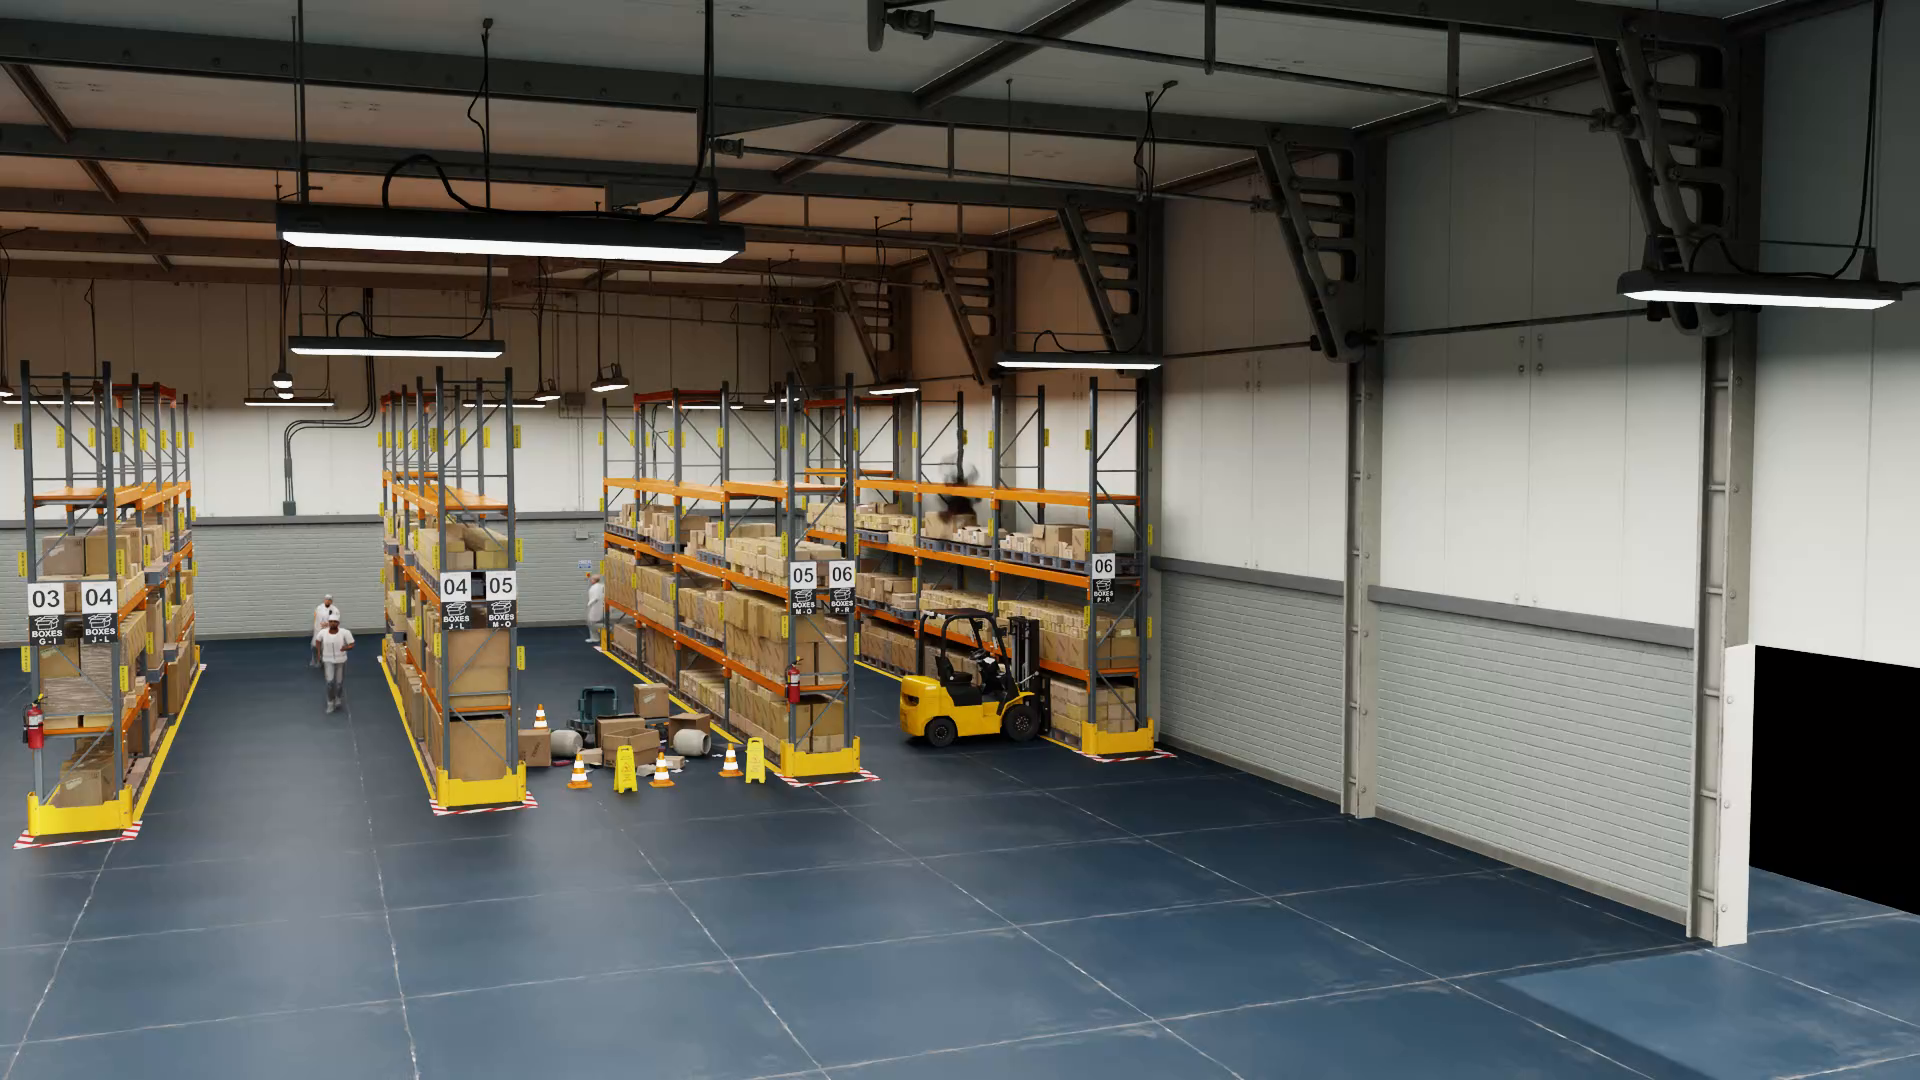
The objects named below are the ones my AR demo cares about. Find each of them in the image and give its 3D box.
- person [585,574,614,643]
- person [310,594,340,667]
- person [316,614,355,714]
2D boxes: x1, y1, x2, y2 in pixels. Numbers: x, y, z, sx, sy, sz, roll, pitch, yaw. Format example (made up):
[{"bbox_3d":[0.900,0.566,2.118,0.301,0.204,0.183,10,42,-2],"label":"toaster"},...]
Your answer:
[{"bbox_3d":[-8.884,1.696,40.809,0.796,1.713,0.757,0,3,4],"label":"person"},{"bbox_3d":[-13.960,2.001,36.545,0.657,1.620,0.611,0,3,-8],"label":"person"},{"bbox_3d":[-11.556,2.274,30.787,0.678,1.823,0.789,-1,4,-21],"label":"person"}]
